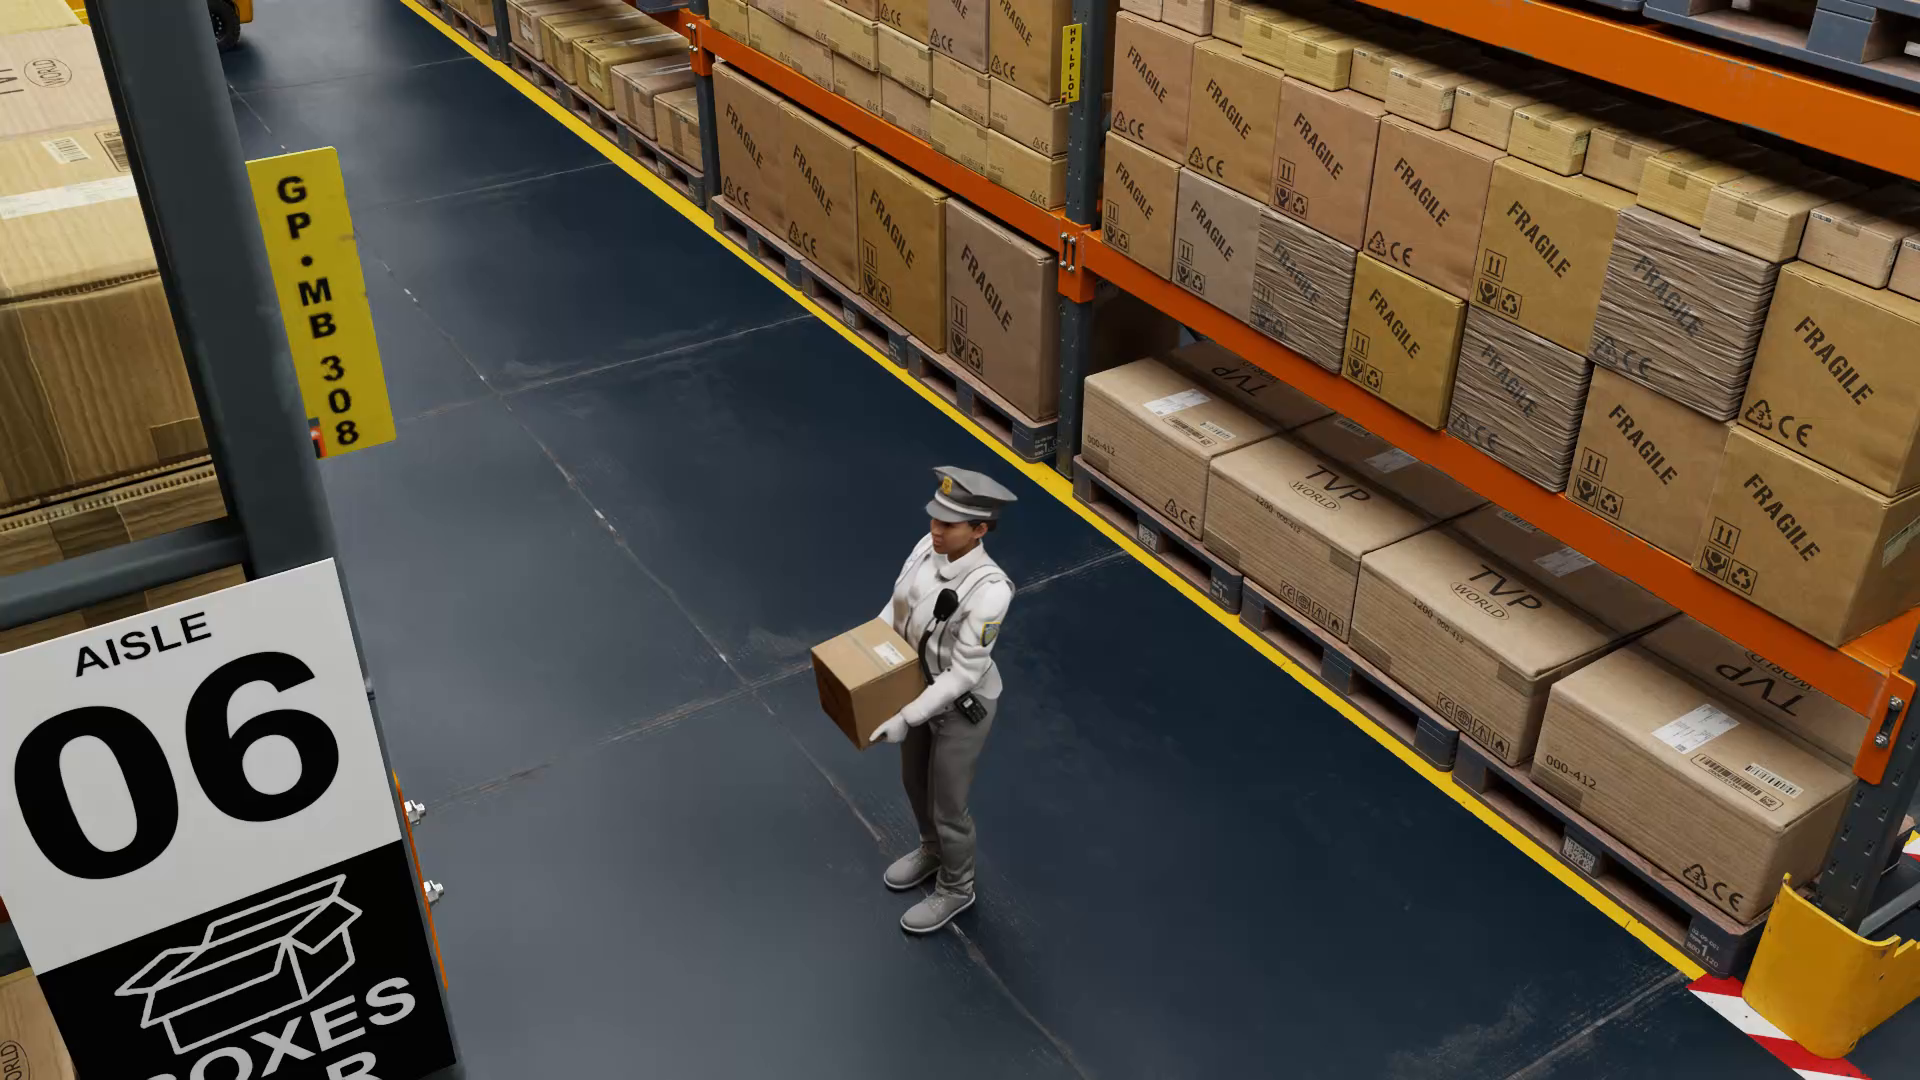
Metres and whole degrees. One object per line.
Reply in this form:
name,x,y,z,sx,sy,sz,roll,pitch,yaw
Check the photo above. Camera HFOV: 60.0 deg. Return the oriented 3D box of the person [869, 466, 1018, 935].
person,-0.105,0.525,5.302,0.563,1.686,0.459,-19,37,-26
